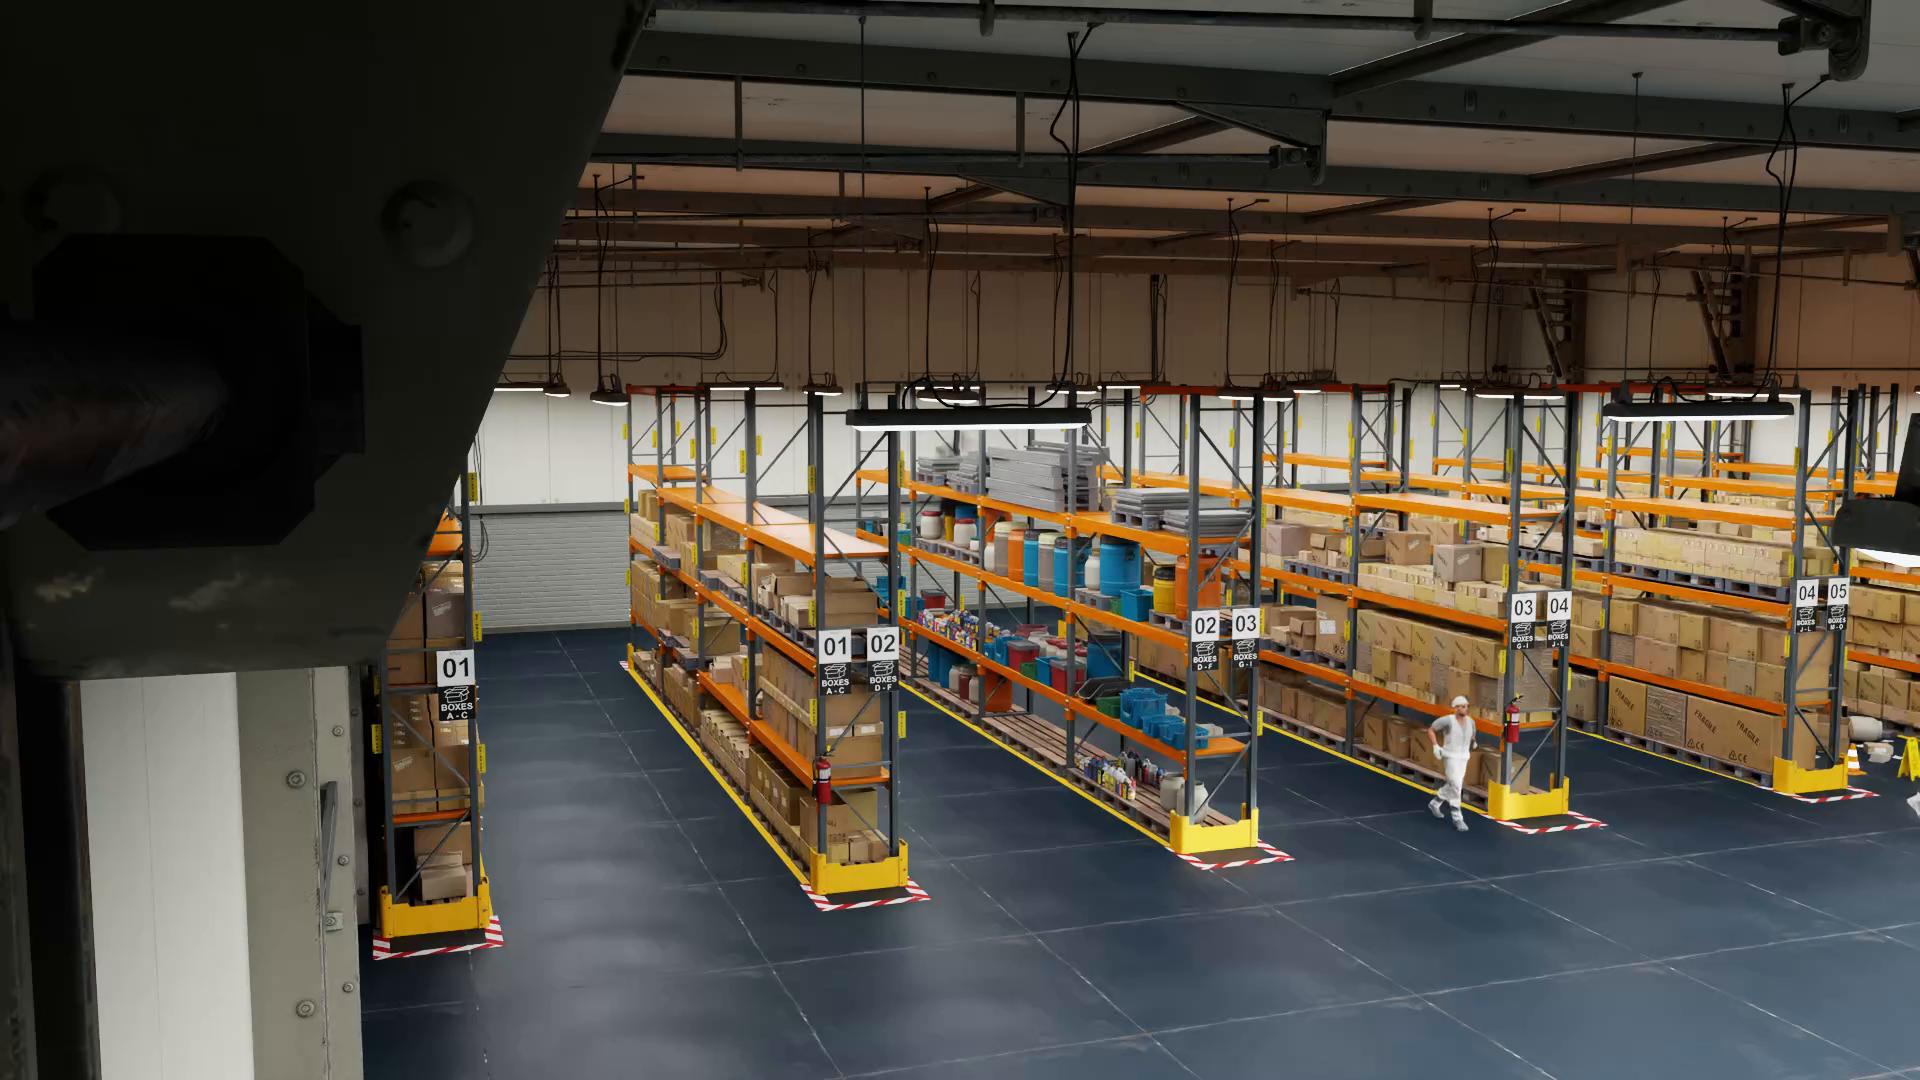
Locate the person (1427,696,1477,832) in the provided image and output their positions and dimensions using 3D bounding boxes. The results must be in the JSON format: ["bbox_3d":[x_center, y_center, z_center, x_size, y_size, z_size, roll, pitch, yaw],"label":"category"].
[{"bbox_3d":[6.917,3.059,23.121,0.681,1.789,0.892,-3,6,-24],"label":"person"}]

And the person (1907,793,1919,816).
[{"bbox_3d":[13.695,3.070,23.108,0.904,1.790,0.737,2,6,22],"label":"person"}]
